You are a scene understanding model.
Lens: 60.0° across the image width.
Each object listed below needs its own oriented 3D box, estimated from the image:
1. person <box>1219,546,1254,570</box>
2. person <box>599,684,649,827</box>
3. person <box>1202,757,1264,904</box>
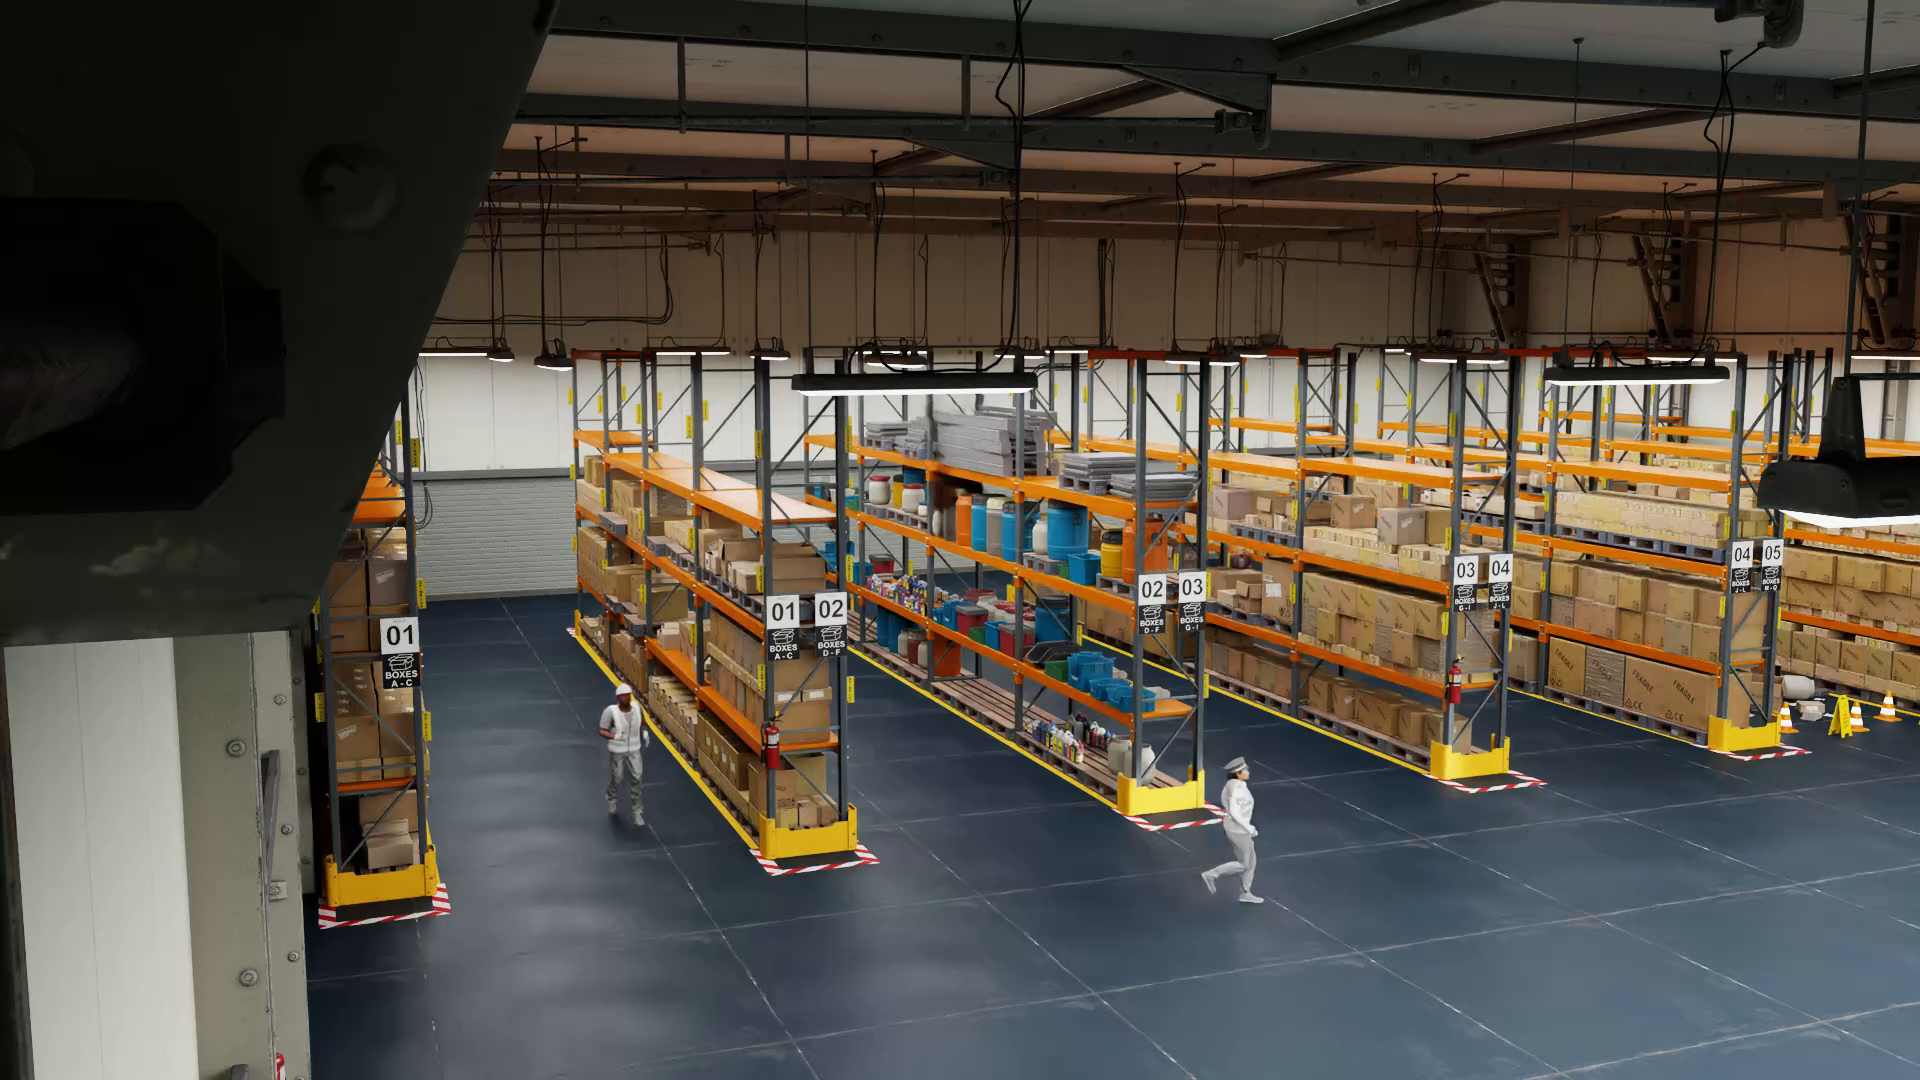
[{"bbox_3d":[6.019,0.968,36.355,0.697,1.772,1.031,-3,8,-25],"label":"person"},{"bbox_3d":[-4.354,2.765,21.614,0.704,1.837,0.801,-4,8,-31],"label":"person"},{"bbox_3d":[3.041,3.229,18.487,0.710,1.674,0.636,0,7,2],"label":"person"}]
